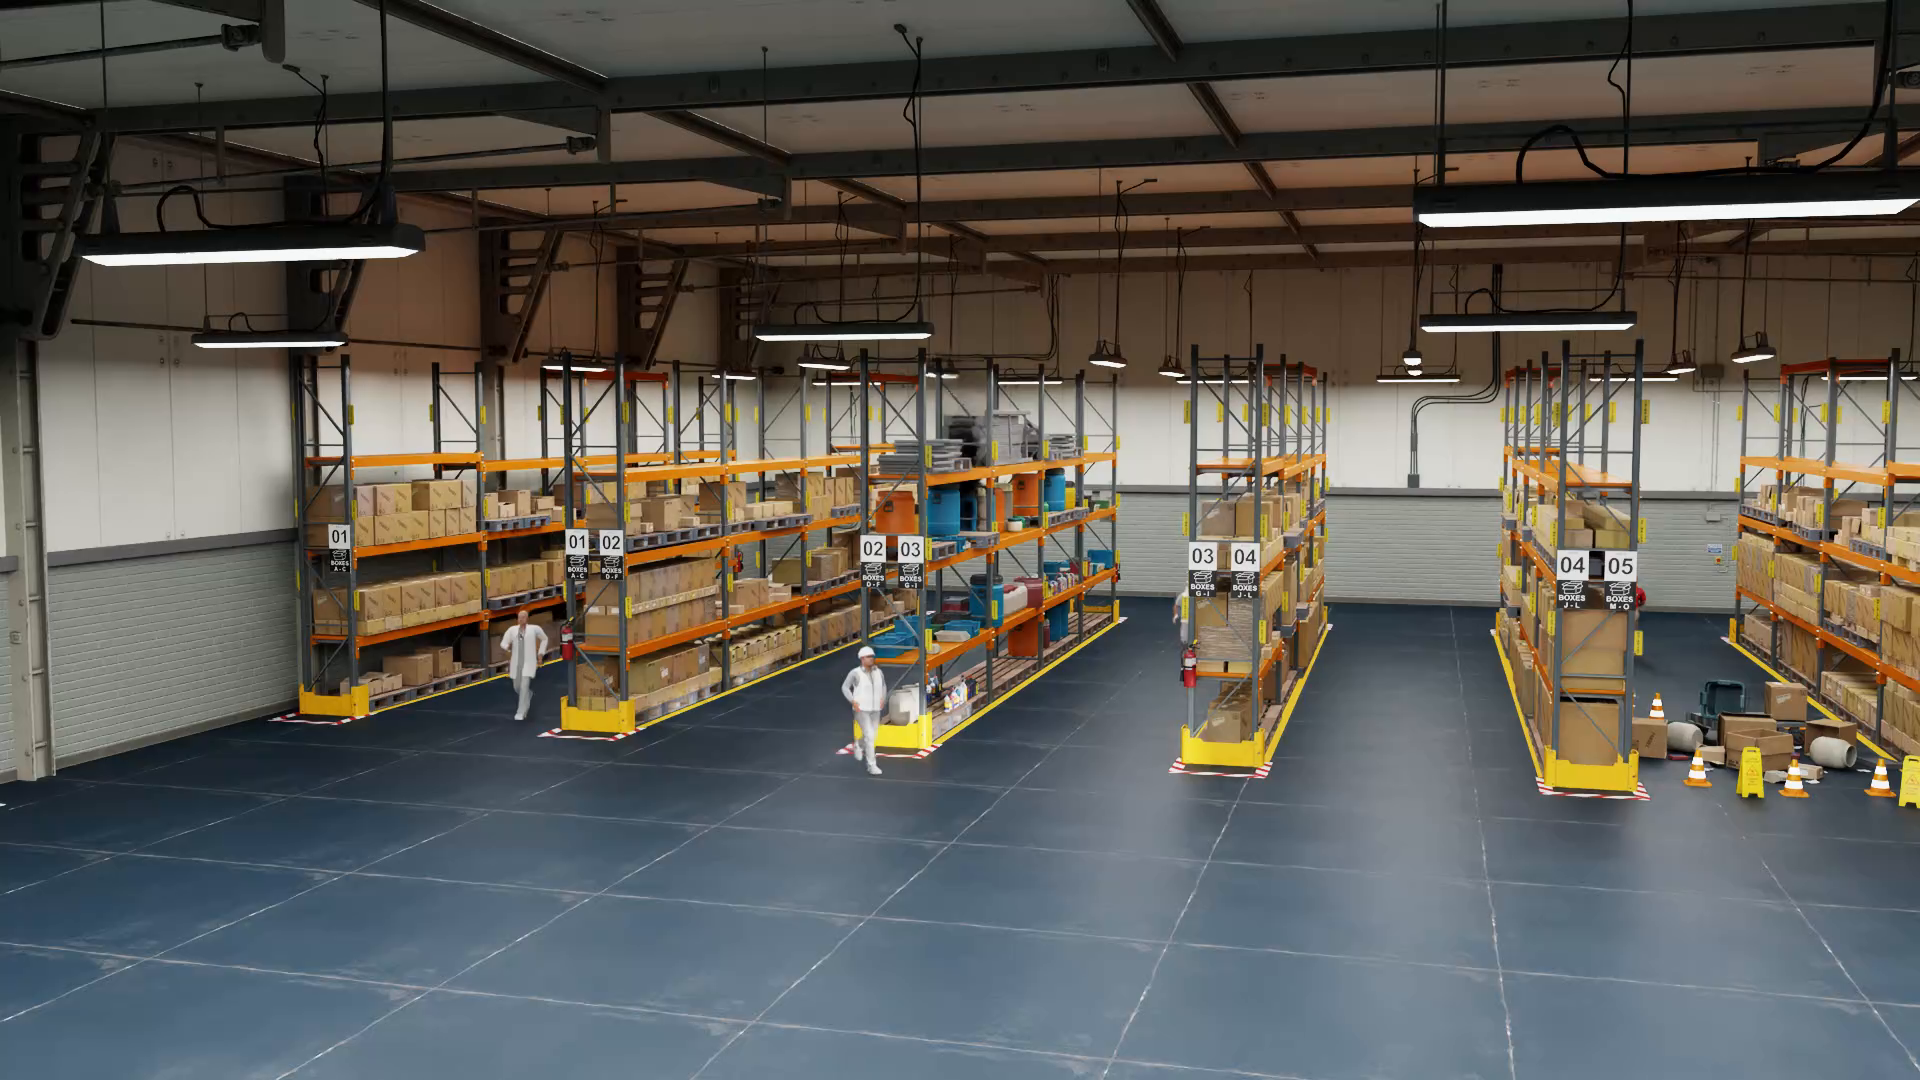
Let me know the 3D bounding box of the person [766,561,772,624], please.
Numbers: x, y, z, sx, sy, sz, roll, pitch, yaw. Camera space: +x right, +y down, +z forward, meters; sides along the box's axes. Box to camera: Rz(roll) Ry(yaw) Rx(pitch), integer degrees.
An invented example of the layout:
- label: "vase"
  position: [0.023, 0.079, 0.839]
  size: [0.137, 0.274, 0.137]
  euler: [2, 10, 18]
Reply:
- label: "person"
  position: [-4.231, 1.333, 37.834]
  size: [0.636, 1.727, 0.815]
  euler: [1, 5, 19]

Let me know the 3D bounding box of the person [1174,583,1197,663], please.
- label: "person"
  position: [4.562, 1.651, 32.930]
  size: [0.675, 1.739, 0.615]
  euler: [1, 4, 11]

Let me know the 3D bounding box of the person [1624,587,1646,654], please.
- label: "person"
  position: [13.914, 1.557, 34.654]
  size: [0.651, 1.688, 0.607]
  euler: [0, 4, 4]

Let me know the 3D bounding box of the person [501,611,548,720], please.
- label: "person"
  position: [-7.208, 2.038, 27.501]
  size: [0.725, 1.763, 0.979]
  euler: [0, 4, 3]

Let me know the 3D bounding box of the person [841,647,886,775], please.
- label: "person"
  position: [-1.327, 2.375, 23.438]
  size: [0.671, 1.757, 0.833]
  euler: [-3, 5, -35]
